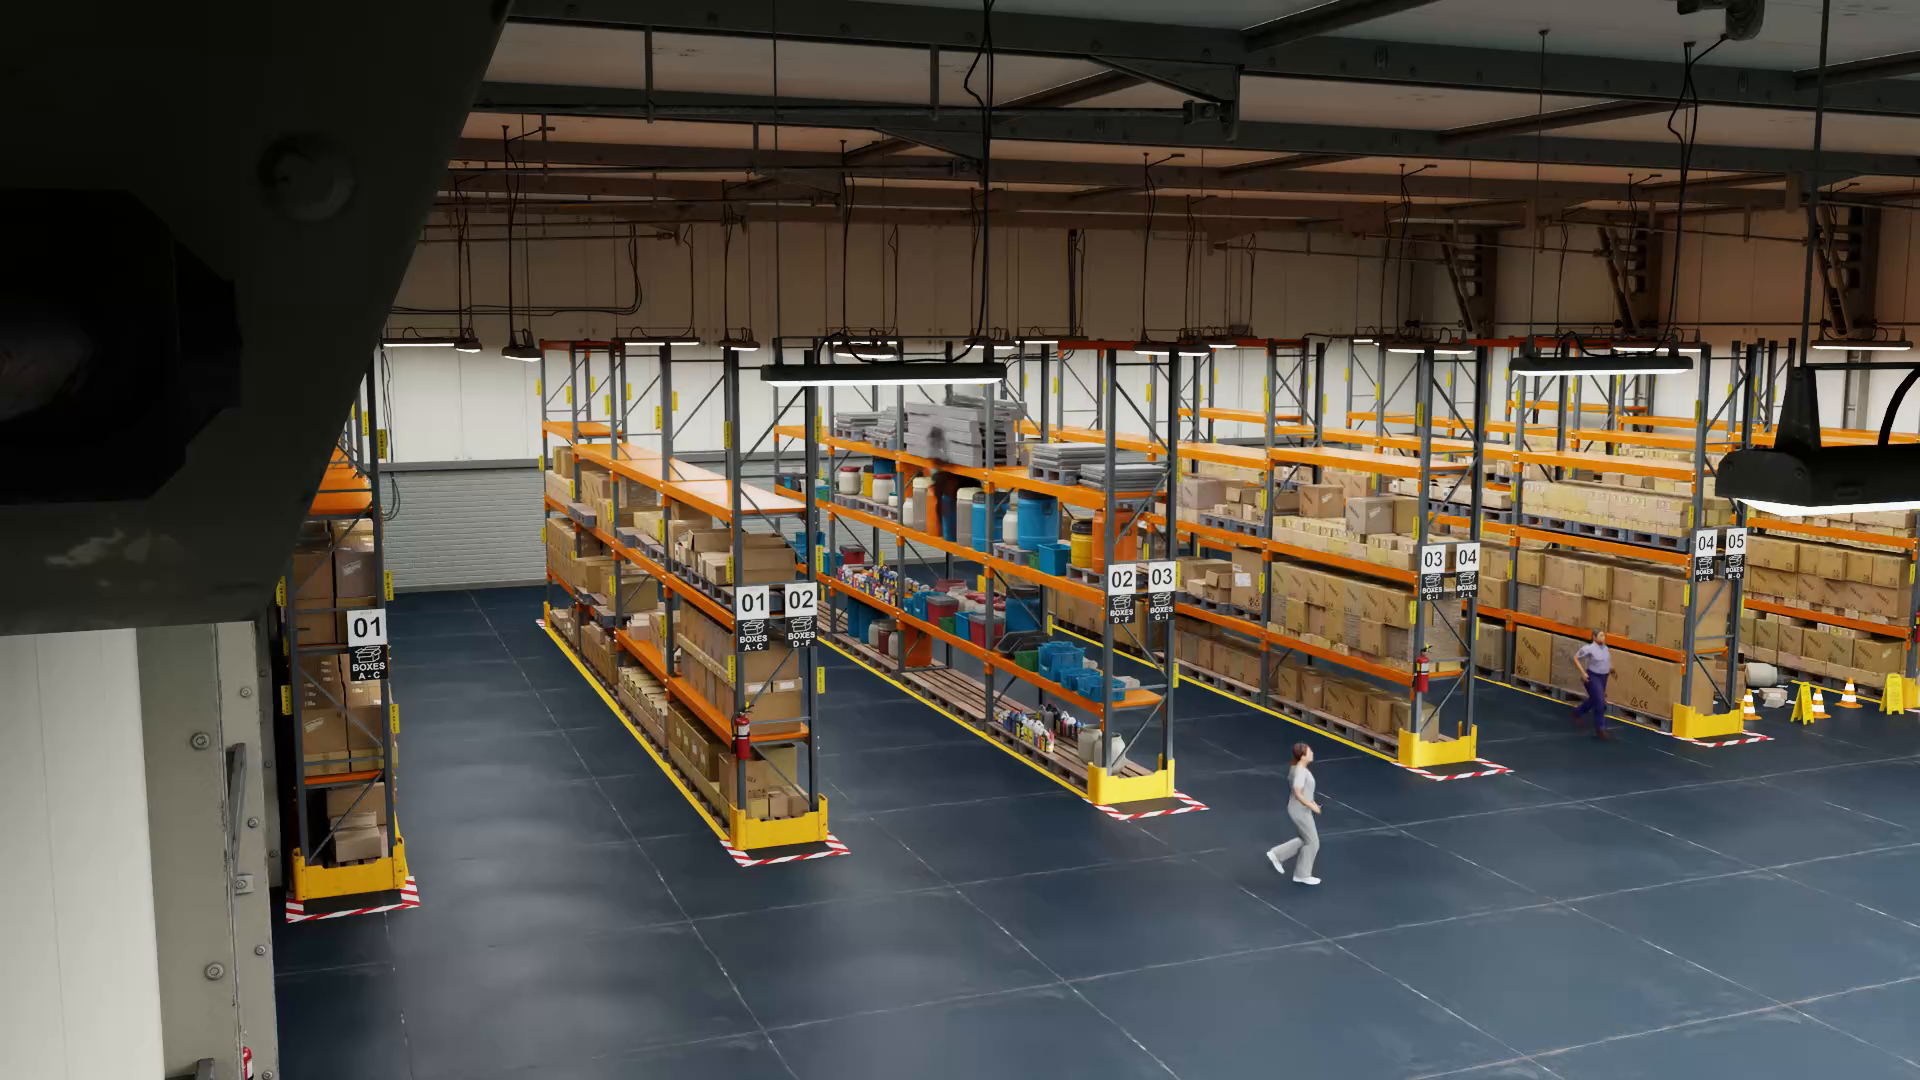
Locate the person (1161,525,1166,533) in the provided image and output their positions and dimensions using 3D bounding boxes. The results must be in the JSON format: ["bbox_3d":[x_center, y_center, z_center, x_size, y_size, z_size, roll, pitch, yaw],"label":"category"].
[{"bbox_3d":[5.222,0.159,41.593,0.542,1.573,0.694,7,10,44],"label":"person"}]

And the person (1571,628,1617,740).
[{"bbox_3d":[9.794,2.185,25.701,0.615,1.673,0.867,-5,9,-32],"label":"person"}]

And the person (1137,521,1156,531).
[{"bbox_3d":[4.425,0.129,41.294,0.833,1.688,0.862,-3,8,-21],"label":"person"}]

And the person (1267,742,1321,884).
[{"bbox_3d":[3.795,3.089,18.799,0.605,1.641,0.573,1,7,4],"label":"person"}]
